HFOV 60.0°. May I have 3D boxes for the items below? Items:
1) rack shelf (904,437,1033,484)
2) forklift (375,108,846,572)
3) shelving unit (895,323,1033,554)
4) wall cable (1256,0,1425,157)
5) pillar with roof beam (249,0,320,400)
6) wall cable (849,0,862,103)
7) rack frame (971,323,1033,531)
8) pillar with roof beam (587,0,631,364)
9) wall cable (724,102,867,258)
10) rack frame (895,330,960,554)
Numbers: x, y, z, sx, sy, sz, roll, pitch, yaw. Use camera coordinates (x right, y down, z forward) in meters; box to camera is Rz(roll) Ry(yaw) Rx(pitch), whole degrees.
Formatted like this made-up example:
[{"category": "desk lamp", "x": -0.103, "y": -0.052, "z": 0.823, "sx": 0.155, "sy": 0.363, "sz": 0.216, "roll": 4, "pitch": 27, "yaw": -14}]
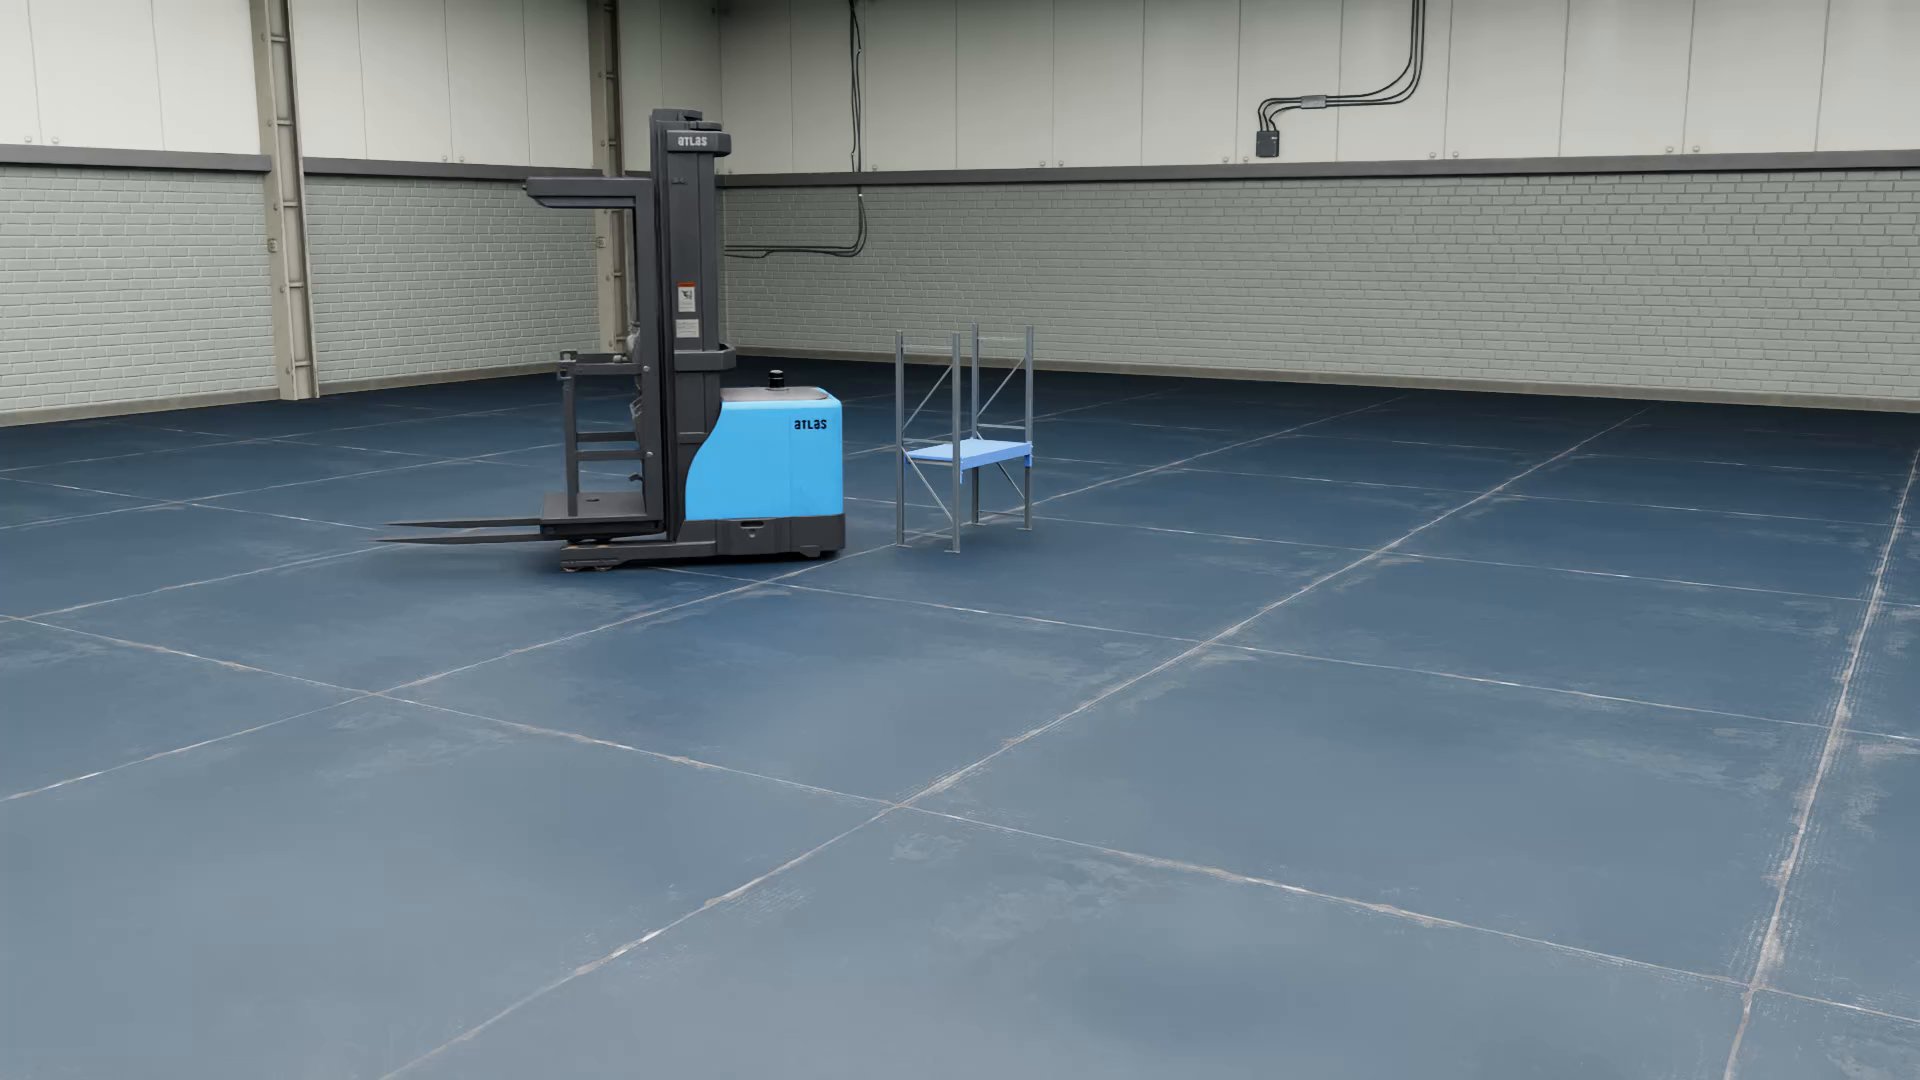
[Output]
[{"category": "rack shelf", "x": 0.044, "y": -0.574, "z": 11.835, "sx": 0.538, "sy": 0.185, "sz": 1.000, "roll": 6, "pitch": 12, "yaw": 31}, {"category": "forklift", "x": -2.342, "y": -1.340, "z": 11.060, "sx": 3.031, "sy": 2.935, "sz": 1.130, "roll": -2, "pitch": 11, "yaw": -12}, {"category": "shelving unit", "x": 0.044, "y": -0.751, "z": 11.802, "sx": 0.538, "sy": 1.500, "sz": 1.048, "roll": 6, "pitch": 12, "yaw": 31}, {"category": "wall cable", "x": 5.226, "y": -8.322, "z": 22.625, "sx": 2.305, "sy": 6.003, "sz": 0.169, "roll": 6, "pitch": 12, "yaw": 31}, {"category": "pillar with roof beam", "x": -4.974, "y": -5.868, "z": 18.758, "sx": 9.100, "sy": 9.000, "sz": 0.400, "roll": 6, "pitch": 12, "yaw": 31}, {"category": "wall cable", "x": -0.567, "y": -8.258, "z": 26.236, "sx": 3.097, "sy": 2.526, "sz": 0.112, "roll": 6, "pitch": 12, "yaw": 31}, {"category": "rack frame", "x": 0.308, "y": -0.831, "z": 12.229, "sx": 0.500, "sy": 1.500, "sz": 0.032, "roll": 6, "pitch": 12, "yaw": 31}, {"category": "pillar with roof beam", "x": -1.859, "y": -6.812, "z": 23.799, "sx": 9.100, "sy": 9.000, "sz": 0.400, "roll": 6, "pitch": 12, "yaw": 31}, {"category": "wall cable", "x": -2.879, "y": -6.034, "z": 28.082, "sx": 3.097, "sy": 2.526, "sz": 0.112, "roll": 6, "pitch": 12, "yaw": 31}, {"category": "rack frame", "x": -0.220, "y": -0.671, "z": 11.375, "sx": 0.500, "sy": 1.500, "sz": 0.032, "roll": 6, "pitch": 12, "yaw": 31}]
